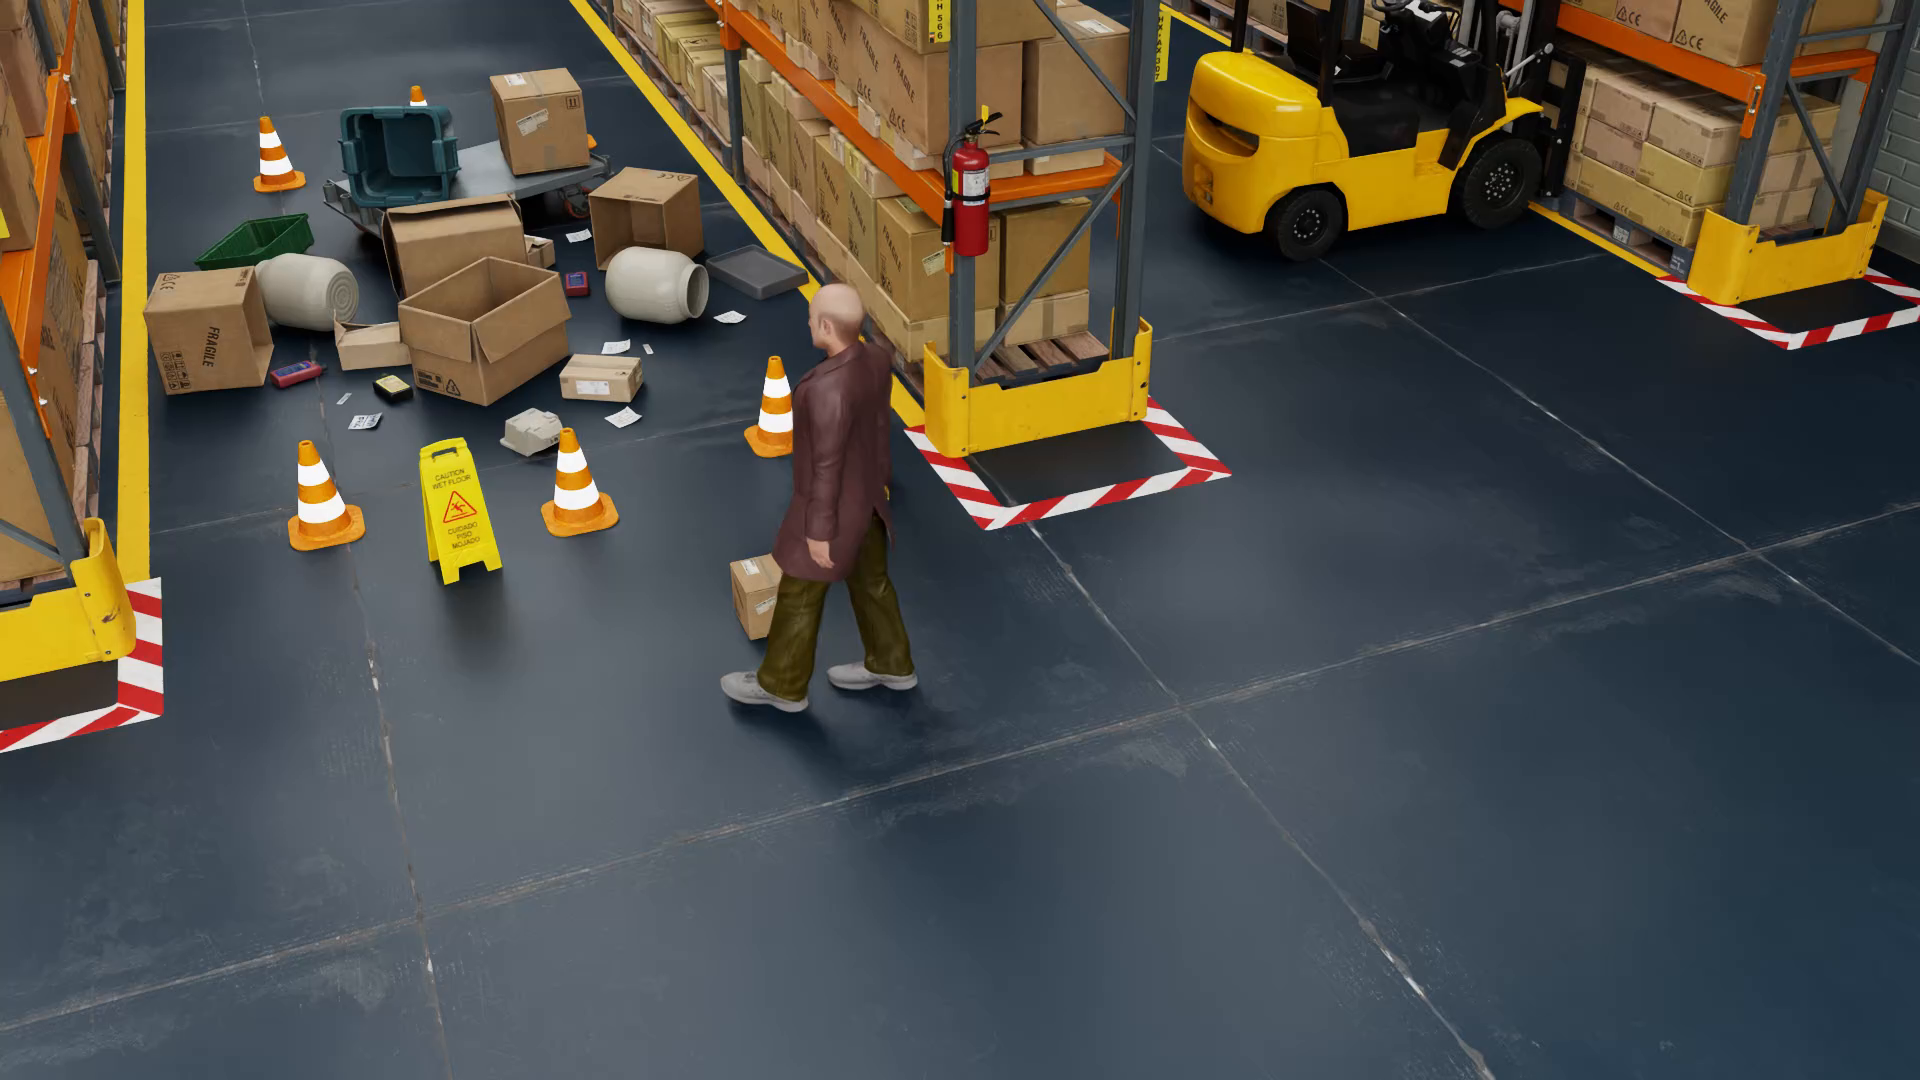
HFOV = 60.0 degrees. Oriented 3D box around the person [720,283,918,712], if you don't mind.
[{"bbox_3d":[-0.553,-0.152,6.378,0.727,1.773,0.599,12,35,17],"label":"person"}]
